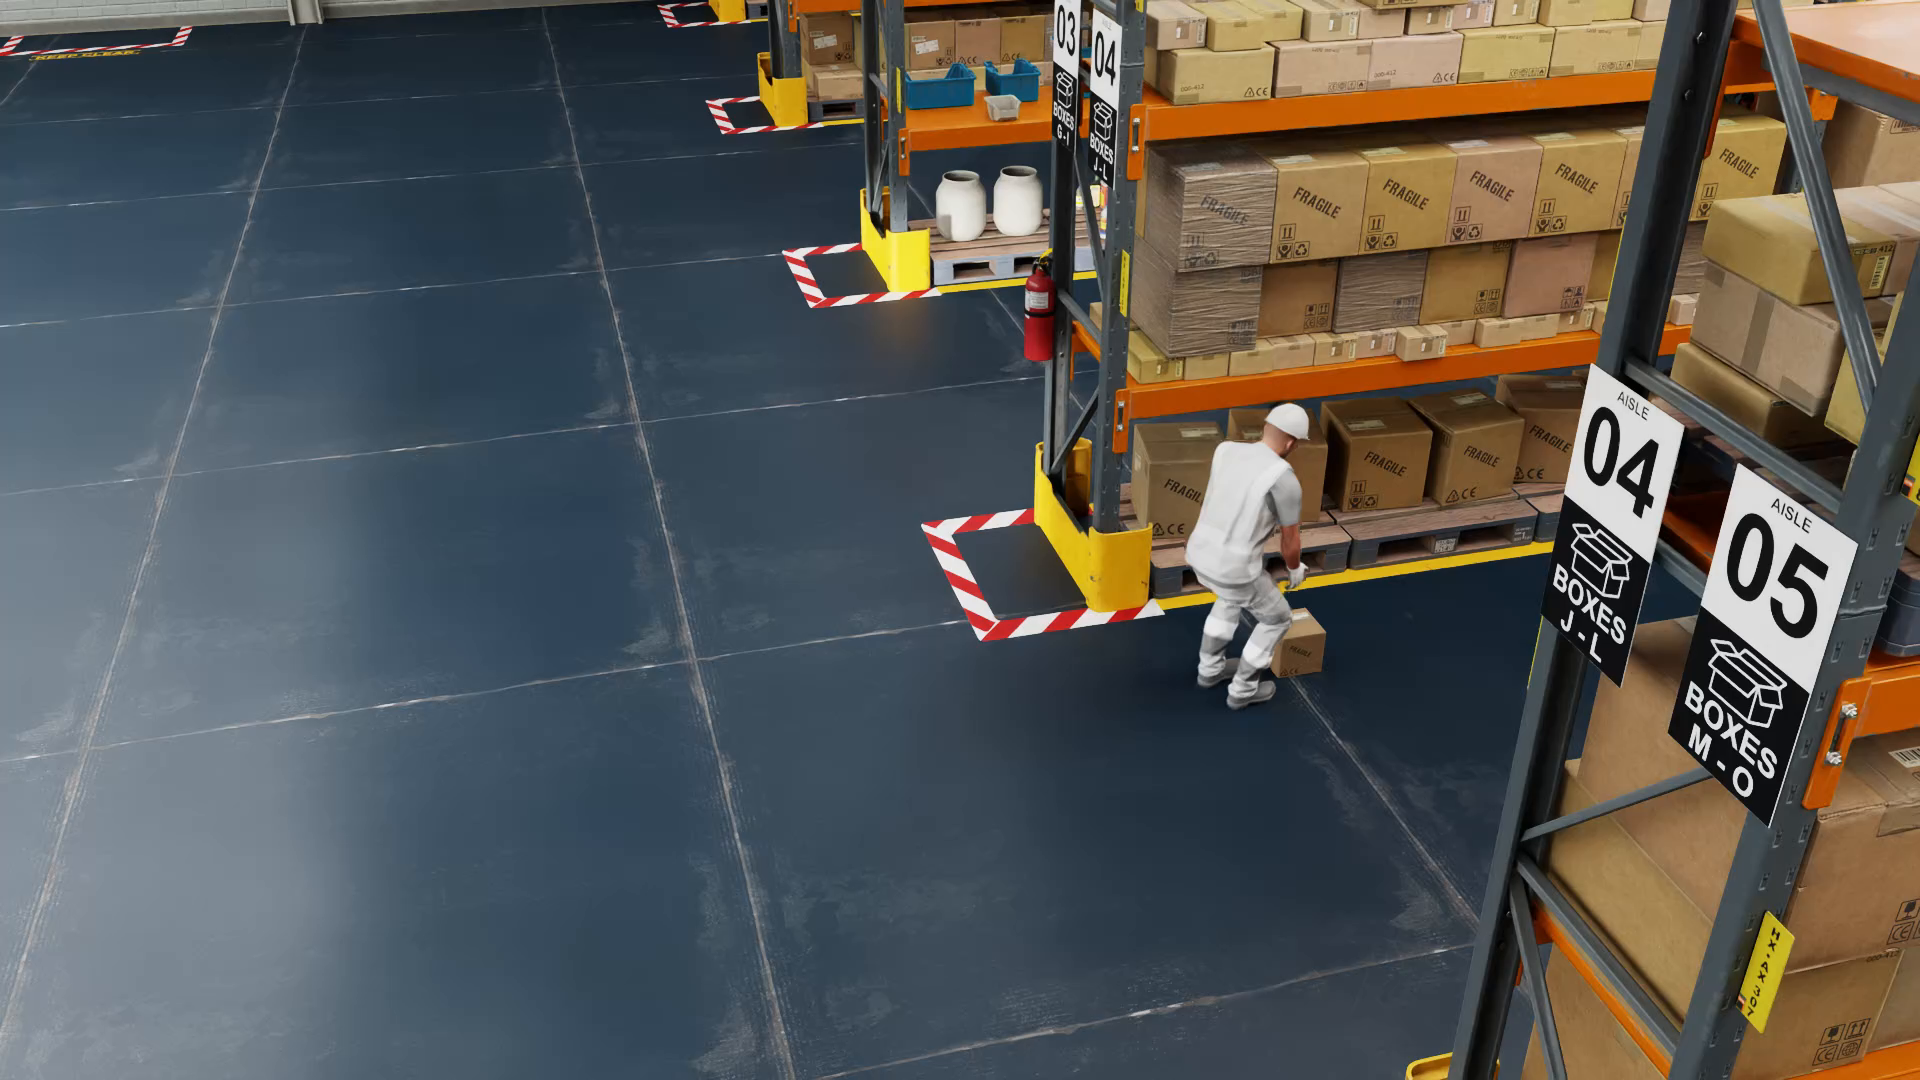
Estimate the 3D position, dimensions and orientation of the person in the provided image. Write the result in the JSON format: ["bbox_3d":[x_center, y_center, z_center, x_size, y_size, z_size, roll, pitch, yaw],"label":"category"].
[{"bbox_3d":[1.428,0.076,8.321,0.669,1.554,0.577,-19,35,-29],"label":"person"}]
